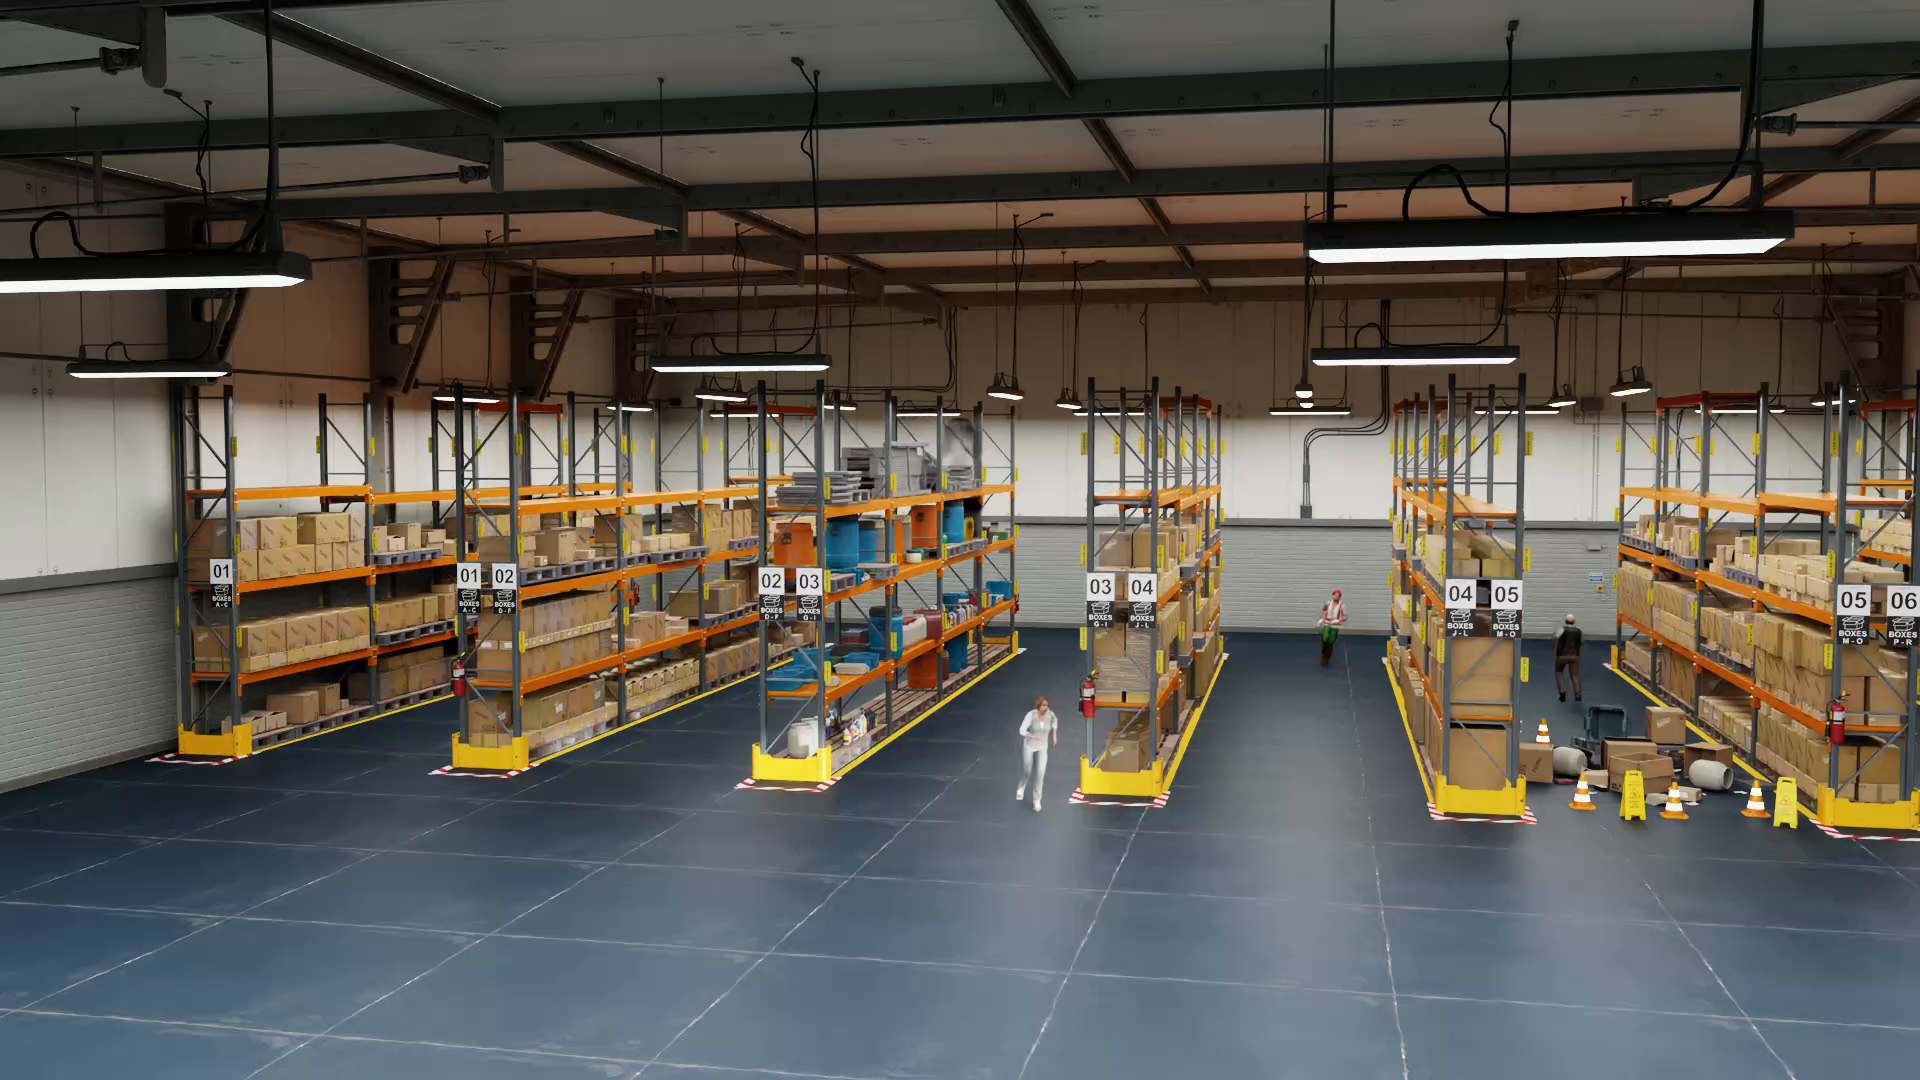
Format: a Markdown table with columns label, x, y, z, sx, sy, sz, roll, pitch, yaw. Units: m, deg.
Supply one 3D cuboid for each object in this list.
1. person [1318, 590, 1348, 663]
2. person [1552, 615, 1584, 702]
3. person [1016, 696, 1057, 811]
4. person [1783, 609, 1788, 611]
| label | x | y | z | sx | sy | sz | roll | pitch | yaw |
| --- | --- | --- | --- | --- | --- | --- | --- | --- | --- |
| person | 8.502 | 1.991 | 38.012 | 0.696 | 1.715 | 0.636 | 1 | 3 | 21 |
| person | 11.844 | 2.336 | 32.407 | 0.660 | 1.753 | 0.878 | 0 | 3 | 6 |
| person | 1.083 | 2.948 | 23.209 | 0.603 | 1.612 | 0.803 | -1 | 3 | -15 |
| person | 16.792 | 2.270 | 33.885 | 0.552 | 1.730 | 0.786 | 0 | 3 | 4 |
